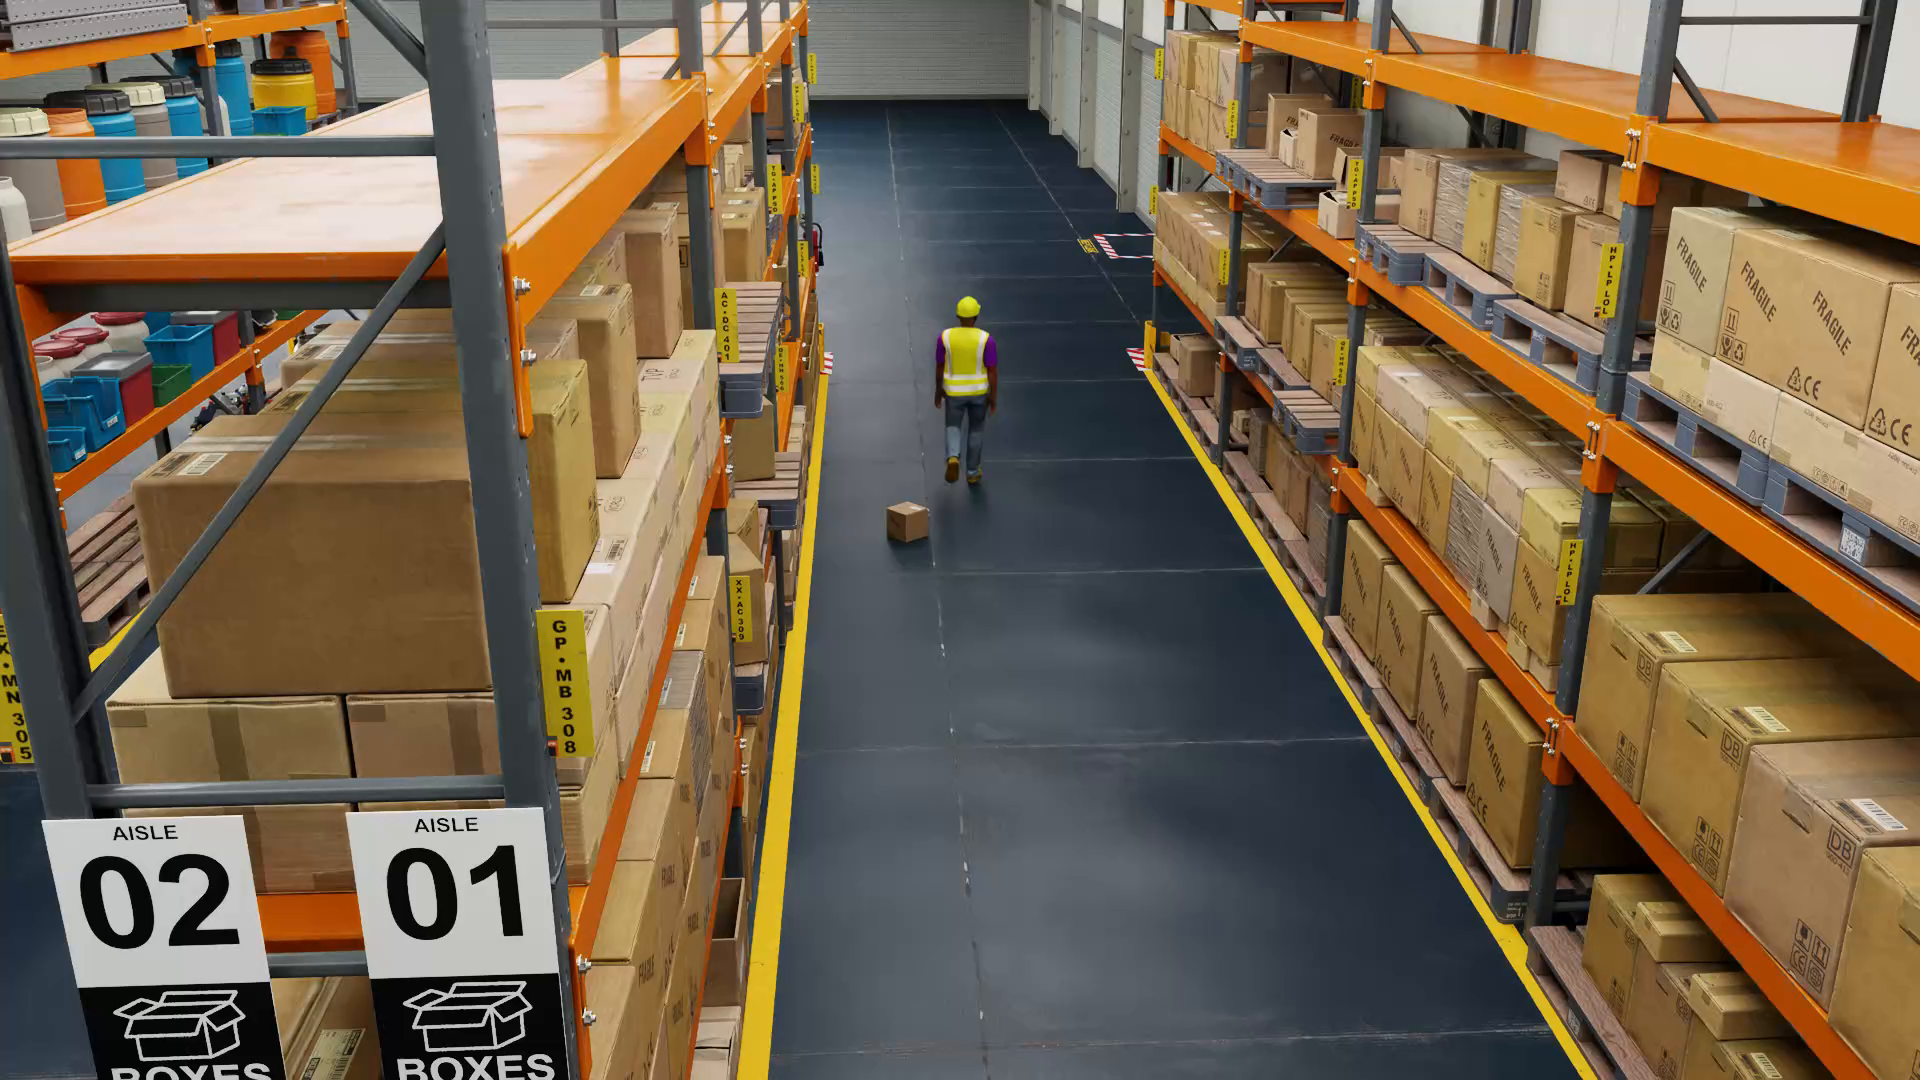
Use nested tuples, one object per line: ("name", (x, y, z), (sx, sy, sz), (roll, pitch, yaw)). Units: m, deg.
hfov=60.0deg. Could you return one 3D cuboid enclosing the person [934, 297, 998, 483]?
("person", (0.050, -1.343, 15.118), (0.586, 1.753, 0.647), (2, 20, 5))
